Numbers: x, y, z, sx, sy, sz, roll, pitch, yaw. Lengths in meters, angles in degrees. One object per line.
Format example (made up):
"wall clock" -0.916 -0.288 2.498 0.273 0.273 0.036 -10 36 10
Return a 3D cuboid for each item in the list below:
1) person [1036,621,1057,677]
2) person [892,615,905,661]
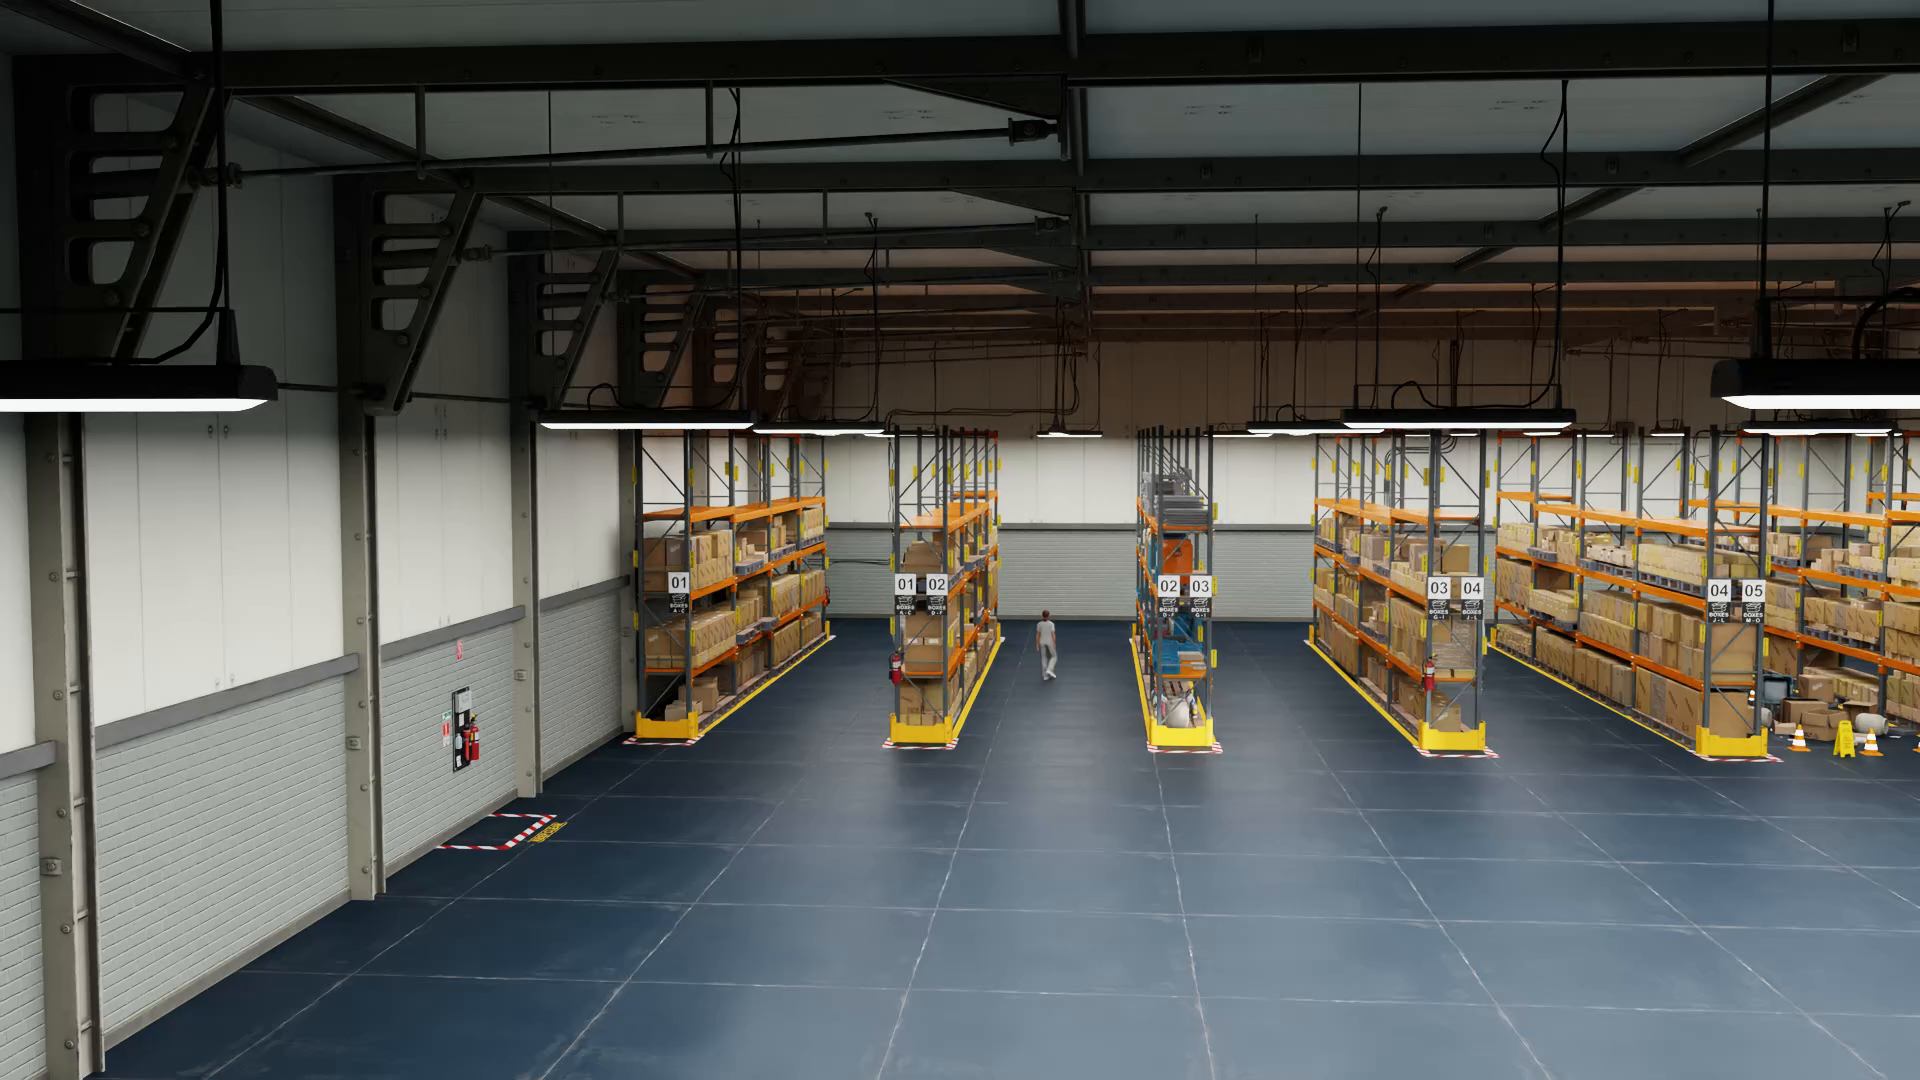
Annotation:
"person" 2.056 2.599 39.675 0.470 1.353 0.436 1 3 12
"person" -1.471 2.263 42.682 0.610 1.806 0.510 1 4 13
